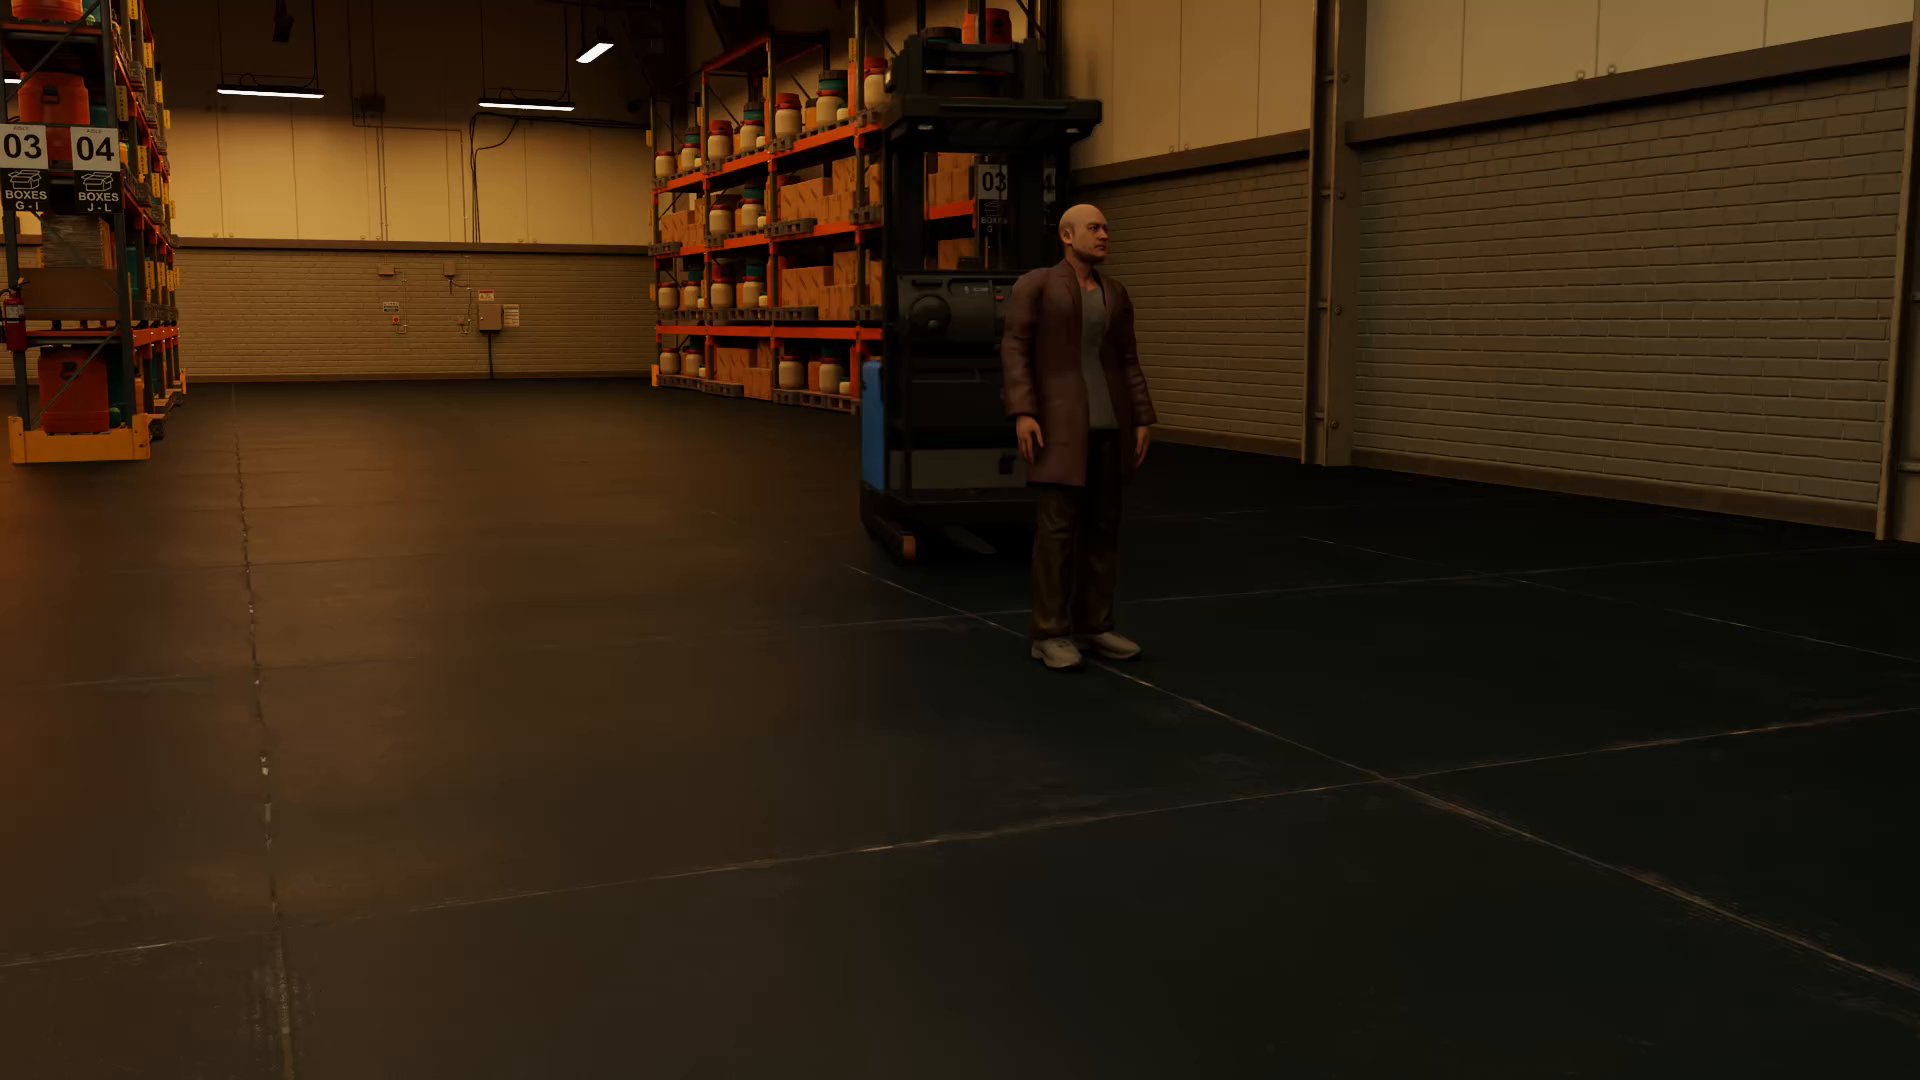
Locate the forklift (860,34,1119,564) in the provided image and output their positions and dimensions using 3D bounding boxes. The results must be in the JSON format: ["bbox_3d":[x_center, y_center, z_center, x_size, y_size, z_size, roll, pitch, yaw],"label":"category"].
[{"bbox_3d":[0.144,-1.372,9.350,1.130,2.935,3.031,-2,8,-11],"label":"forklift"}]

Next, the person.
[{"bbox_3d":[0.503,-0.427,6.570,0.690,1.784,0.475,-4,9,-30],"label":"person"}]
